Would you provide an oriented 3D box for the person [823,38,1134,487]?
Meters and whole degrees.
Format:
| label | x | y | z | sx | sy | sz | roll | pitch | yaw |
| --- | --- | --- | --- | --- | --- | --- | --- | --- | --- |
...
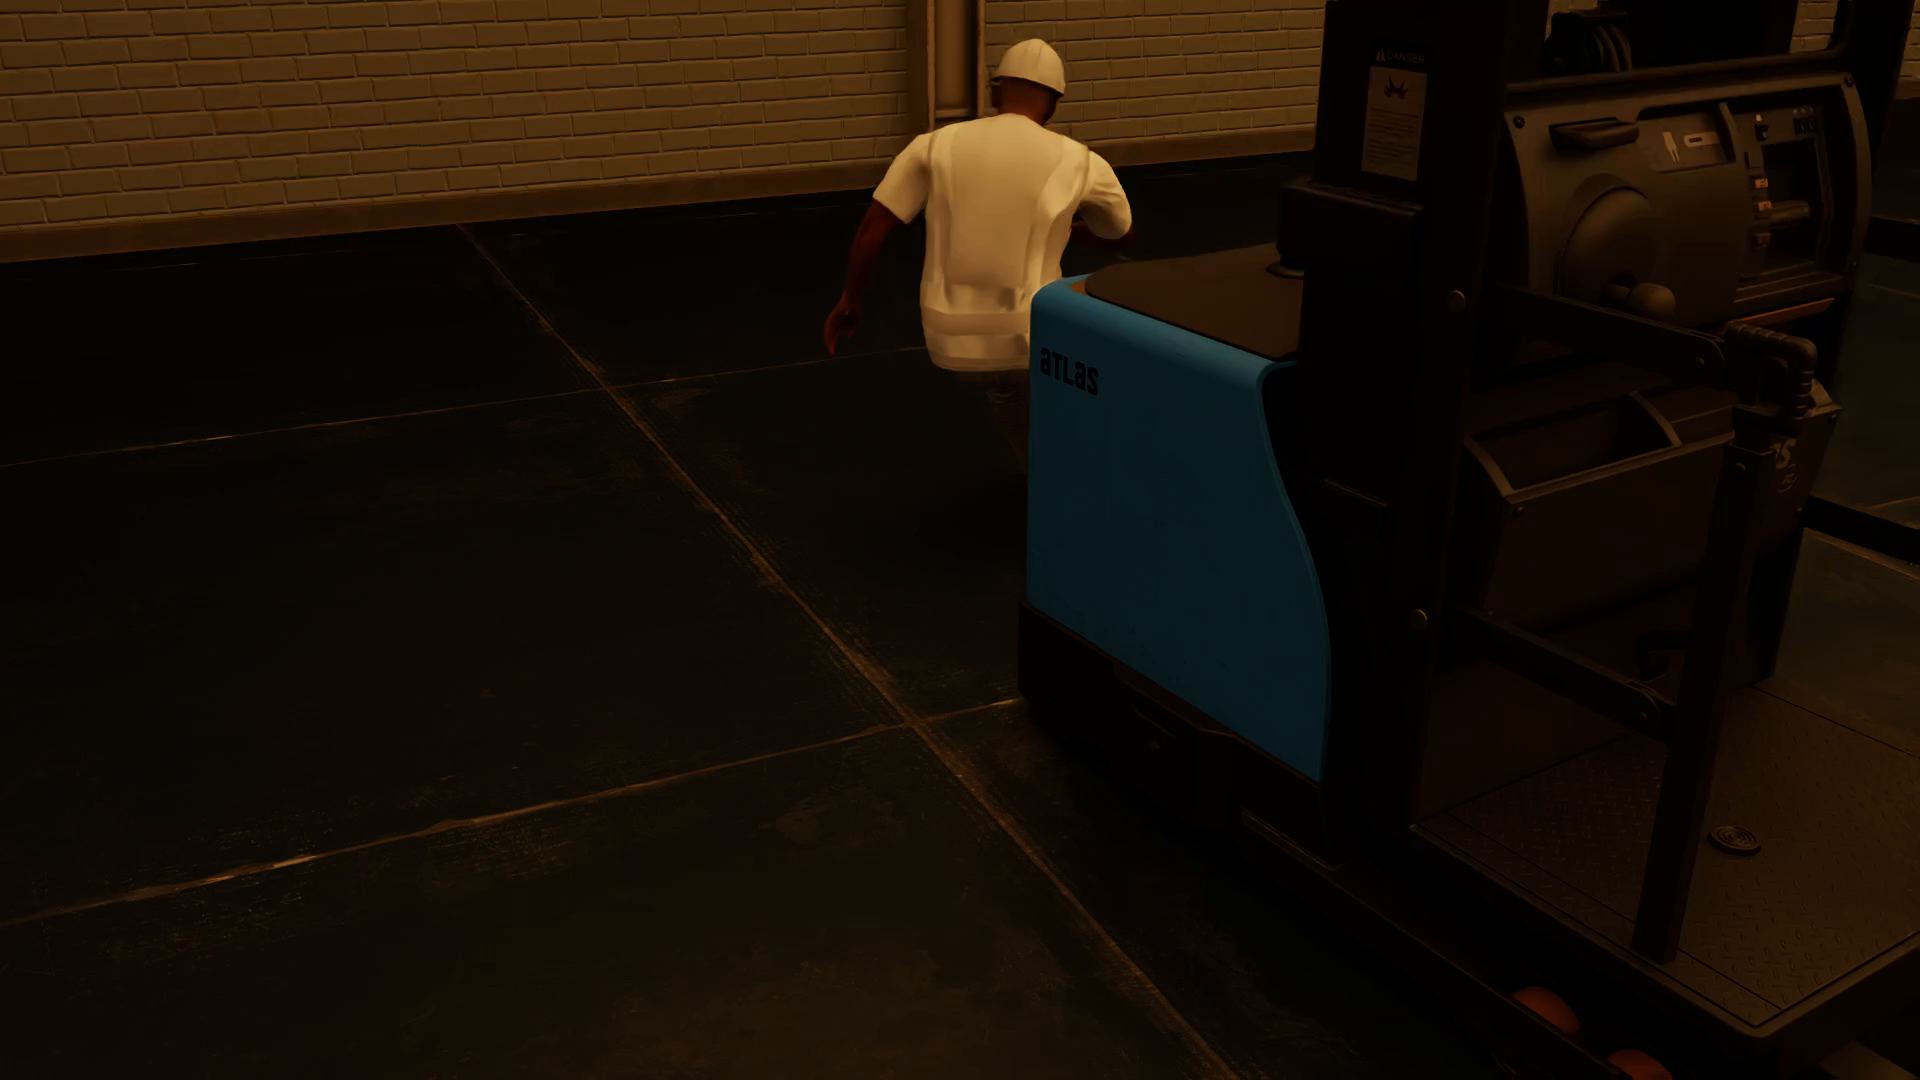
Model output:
| label | x | y | z | sx | sy | sz | roll | pitch | yaw |
| --- | --- | --- | --- | --- | --- | --- | --- | --- | --- |
| person | 0.131 | -0.748 | 5.068 | 0.944 | 1.526 | 0.926 | 5 | 23 | 11 |

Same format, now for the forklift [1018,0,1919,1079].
| label | x | y | z | sx | sy | sz | roll | pitch | yaw |
| --- | --- | --- | --- | --- | --- | --- | --- | --- | --- |
| forklift | 1.359 | -0.561 | 2.635 | 1.130 | 2.935 | 3.031 | -14 | 26 | -30 |
